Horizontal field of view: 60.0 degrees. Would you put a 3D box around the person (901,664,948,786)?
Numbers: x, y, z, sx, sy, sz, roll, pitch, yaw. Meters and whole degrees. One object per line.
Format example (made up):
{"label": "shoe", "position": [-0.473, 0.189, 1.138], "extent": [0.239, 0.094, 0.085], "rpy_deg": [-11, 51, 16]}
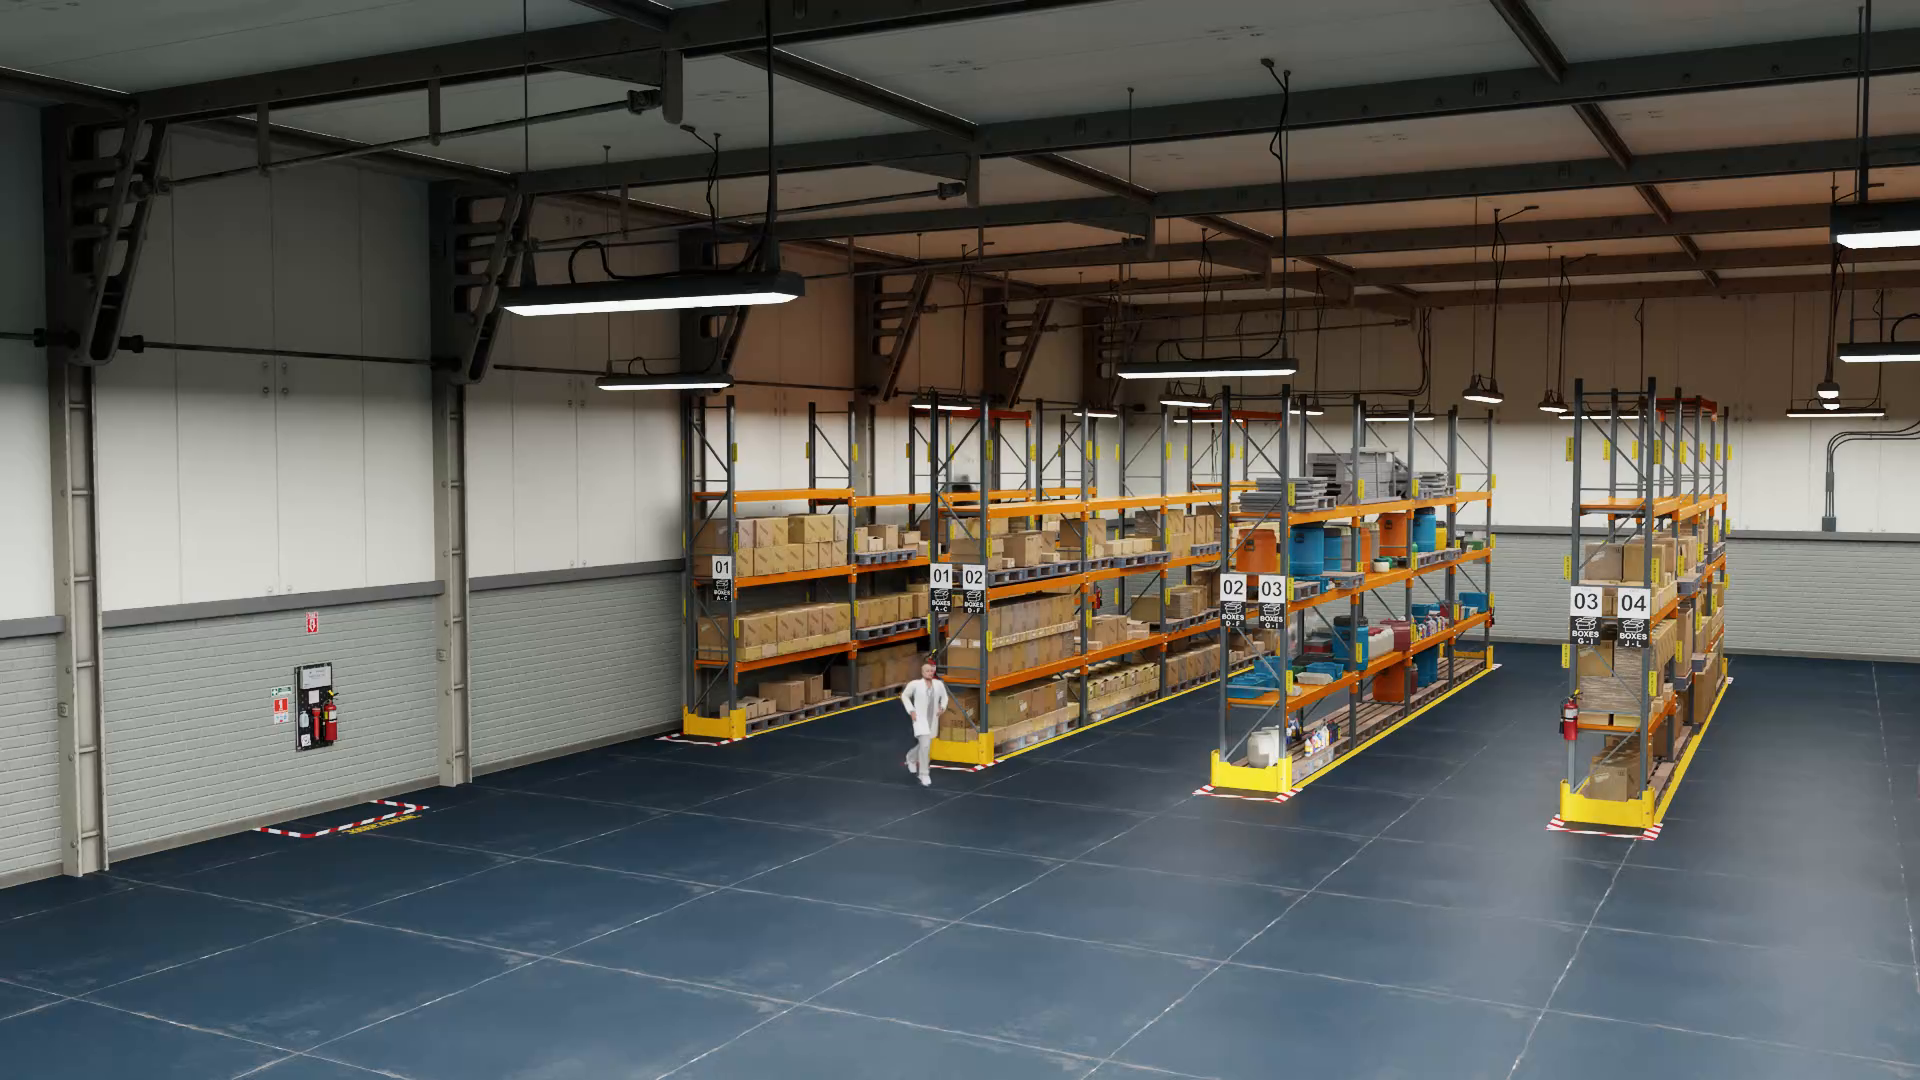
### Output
{"label": "person", "position": [-0.535, 2.776, 25.402], "extent": [0.716, 1.802, 0.929], "rpy_deg": [-2, 3, -28]}

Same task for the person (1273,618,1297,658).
{"label": "person", "position": [6.842, 2.363, 34.992], "extent": [0.517, 1.608, 0.639], "rpy_deg": [1, 3, 20]}
